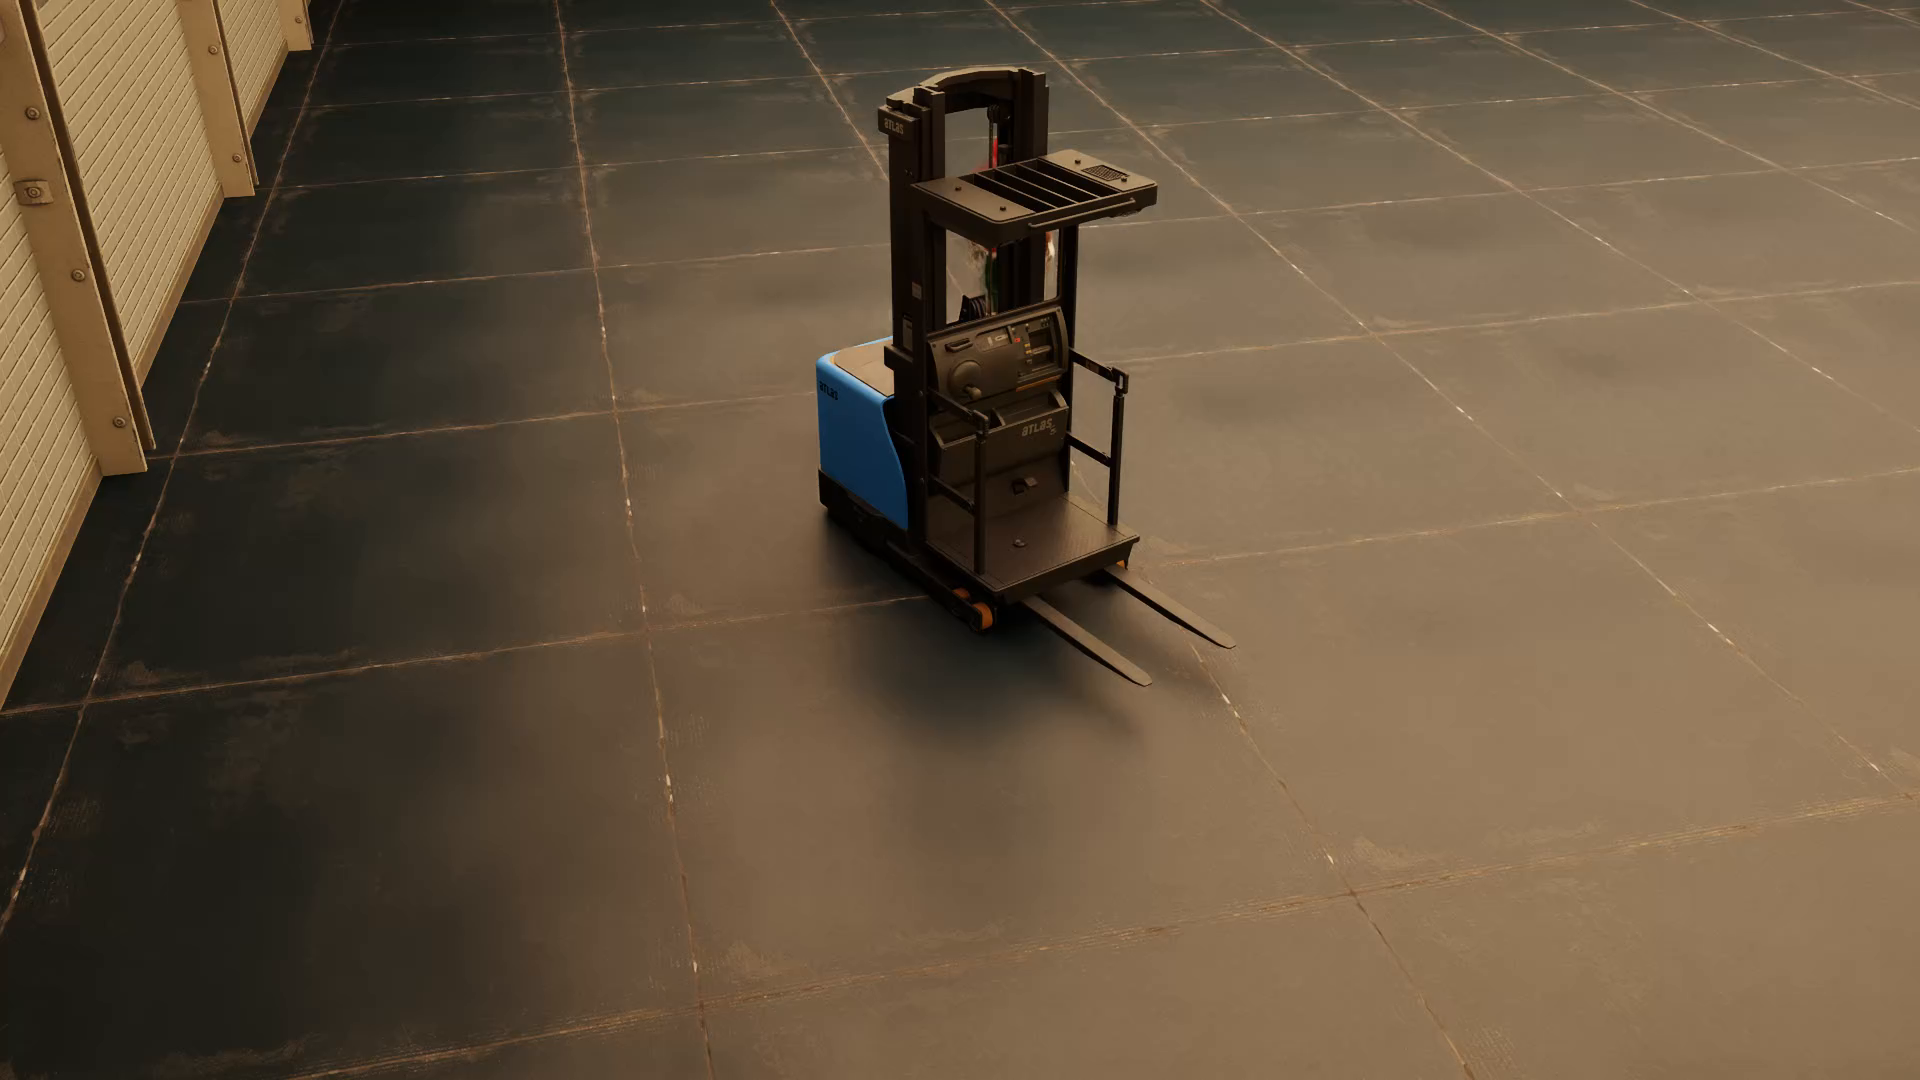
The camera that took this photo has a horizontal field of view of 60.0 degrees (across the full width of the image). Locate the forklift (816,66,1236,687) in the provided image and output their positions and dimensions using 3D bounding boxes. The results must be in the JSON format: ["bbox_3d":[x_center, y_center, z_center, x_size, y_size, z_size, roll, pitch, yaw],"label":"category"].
[{"bbox_3d":[0.355,-1.021,9.338,1.130,2.935,3.031,-20,35,-30],"label":"forklift"}]

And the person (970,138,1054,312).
[{"bbox_3d":[0.396,-2.206,12.512,0.637,1.788,0.560,5,30,8],"label":"person"}]
